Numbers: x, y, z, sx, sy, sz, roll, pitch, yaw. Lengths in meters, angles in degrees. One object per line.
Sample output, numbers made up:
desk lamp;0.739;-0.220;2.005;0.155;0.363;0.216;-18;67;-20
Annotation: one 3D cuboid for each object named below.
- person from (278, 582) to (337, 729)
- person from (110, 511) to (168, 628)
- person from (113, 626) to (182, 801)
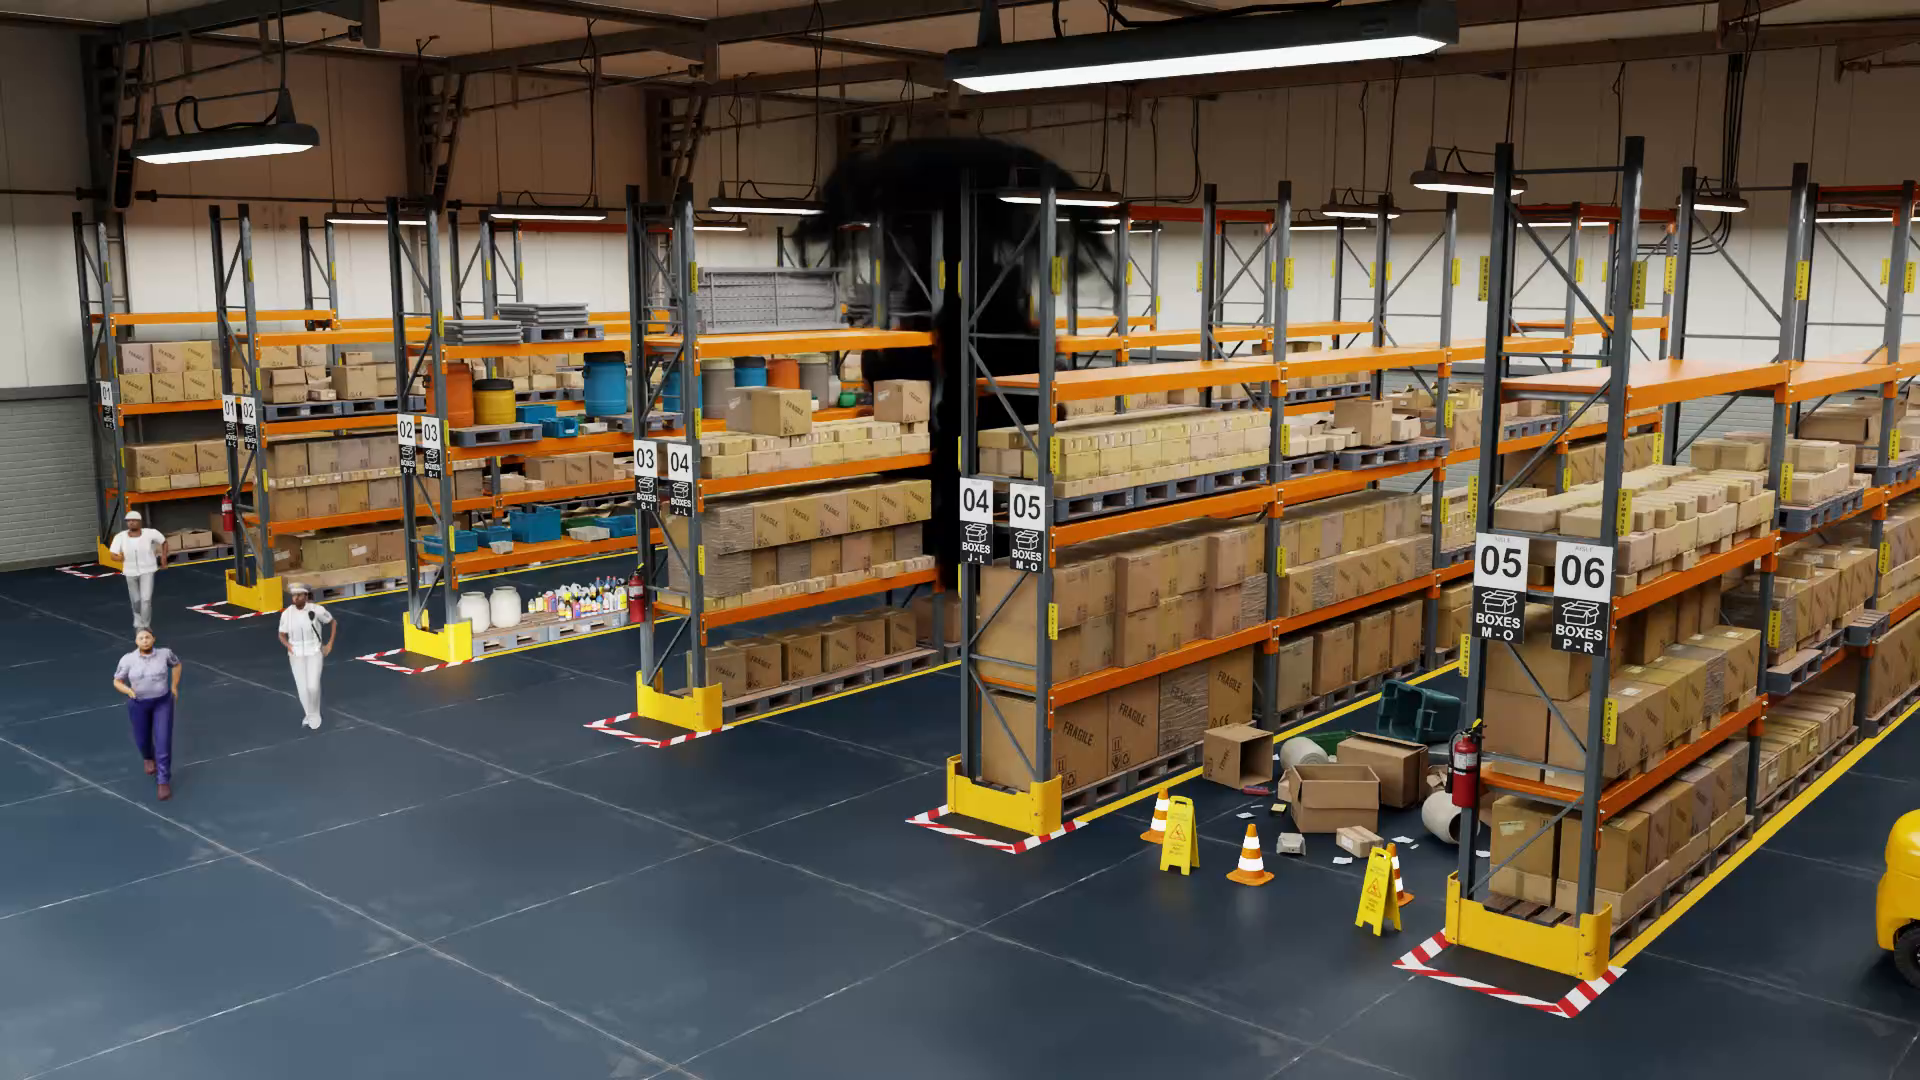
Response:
person;-7.282;1.286;18.547;0.588;1.673;0.642;-2;10;-10
person;-11.386;0.471;23.107;0.711;1.794;0.979;-3;10;-16
person;-7.967;1.655;16.368;0.611;1.649;0.931;-4;10;-24
